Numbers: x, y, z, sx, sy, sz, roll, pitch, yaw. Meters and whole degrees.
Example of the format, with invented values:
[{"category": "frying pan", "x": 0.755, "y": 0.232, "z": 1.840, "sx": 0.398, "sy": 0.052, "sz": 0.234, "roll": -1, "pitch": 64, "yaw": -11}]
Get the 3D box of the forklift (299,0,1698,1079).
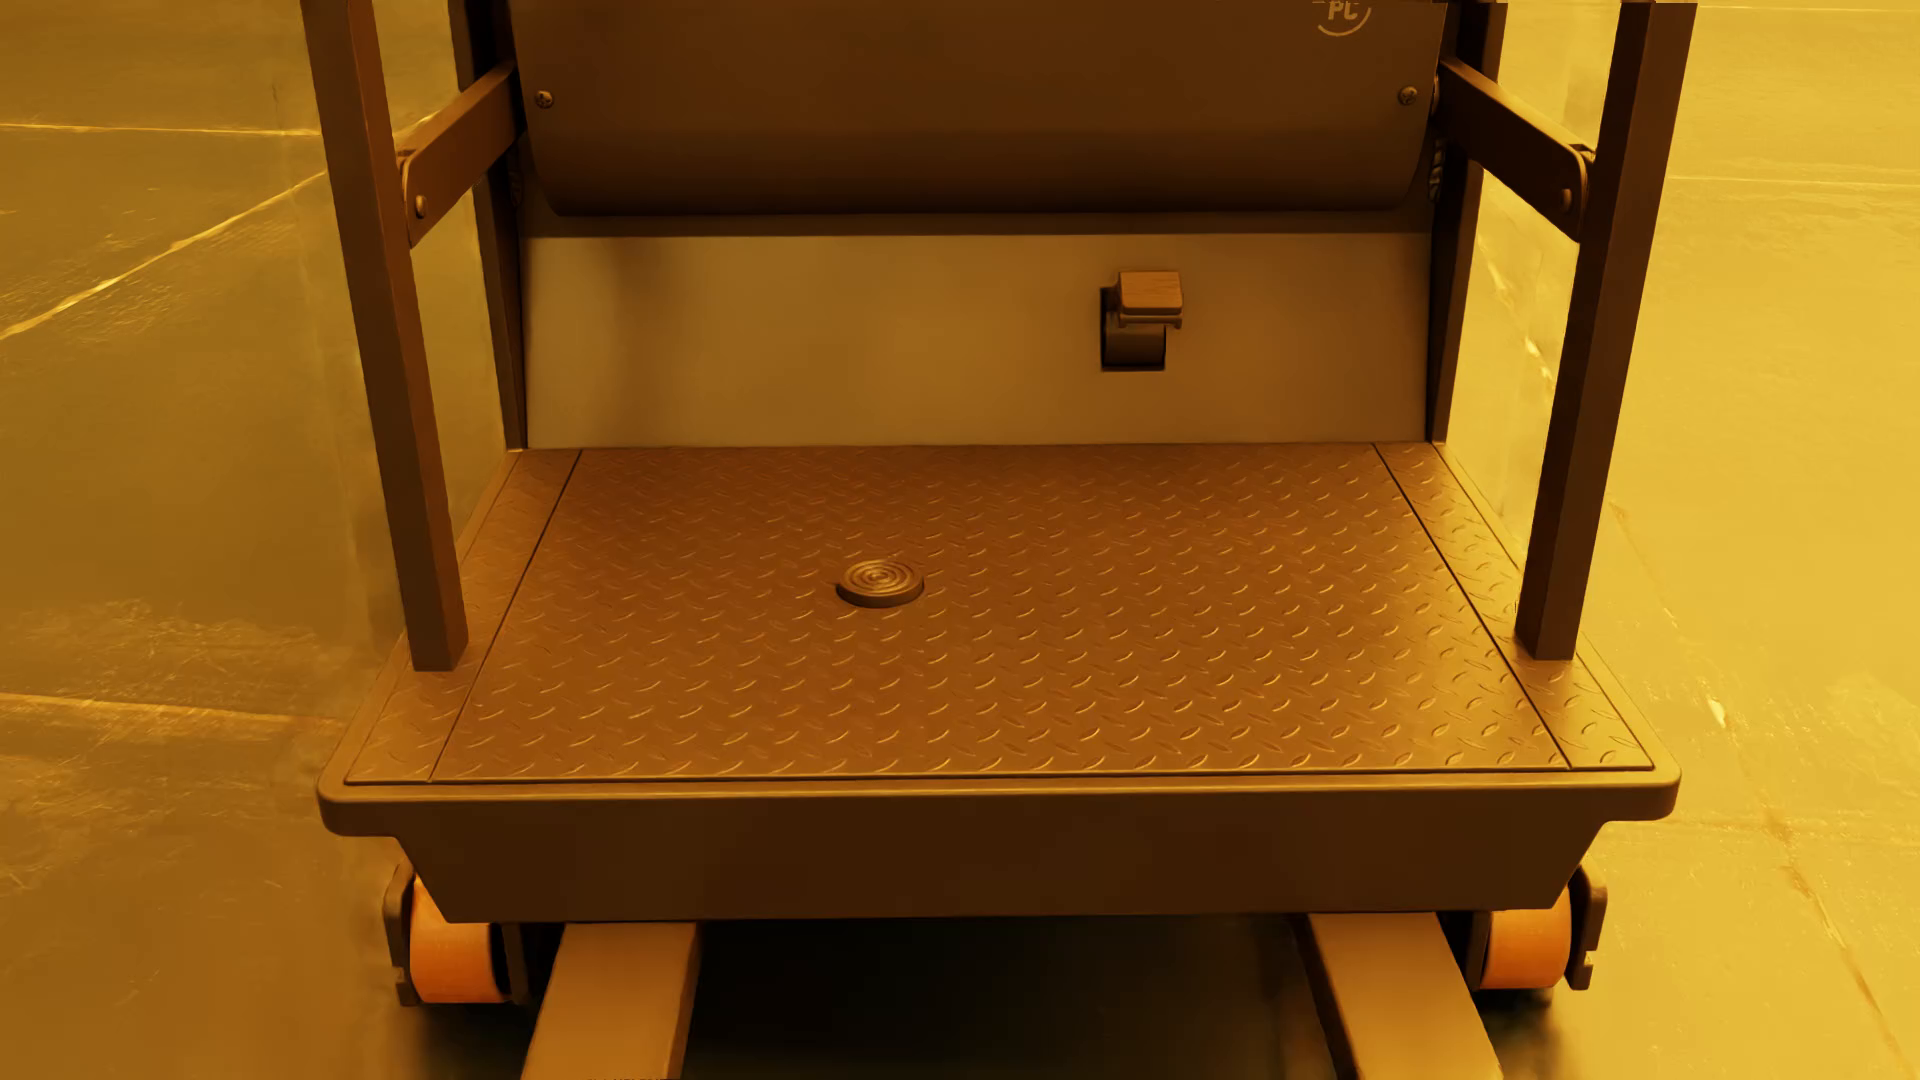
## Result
[{"category": "forklift", "x": 0.026, "y": -1.007, "z": 1.236, "sx": 1.130, "sy": 2.935, "sz": 3.031, "roll": -1, "pitch": 27, "yaw": -1}]
